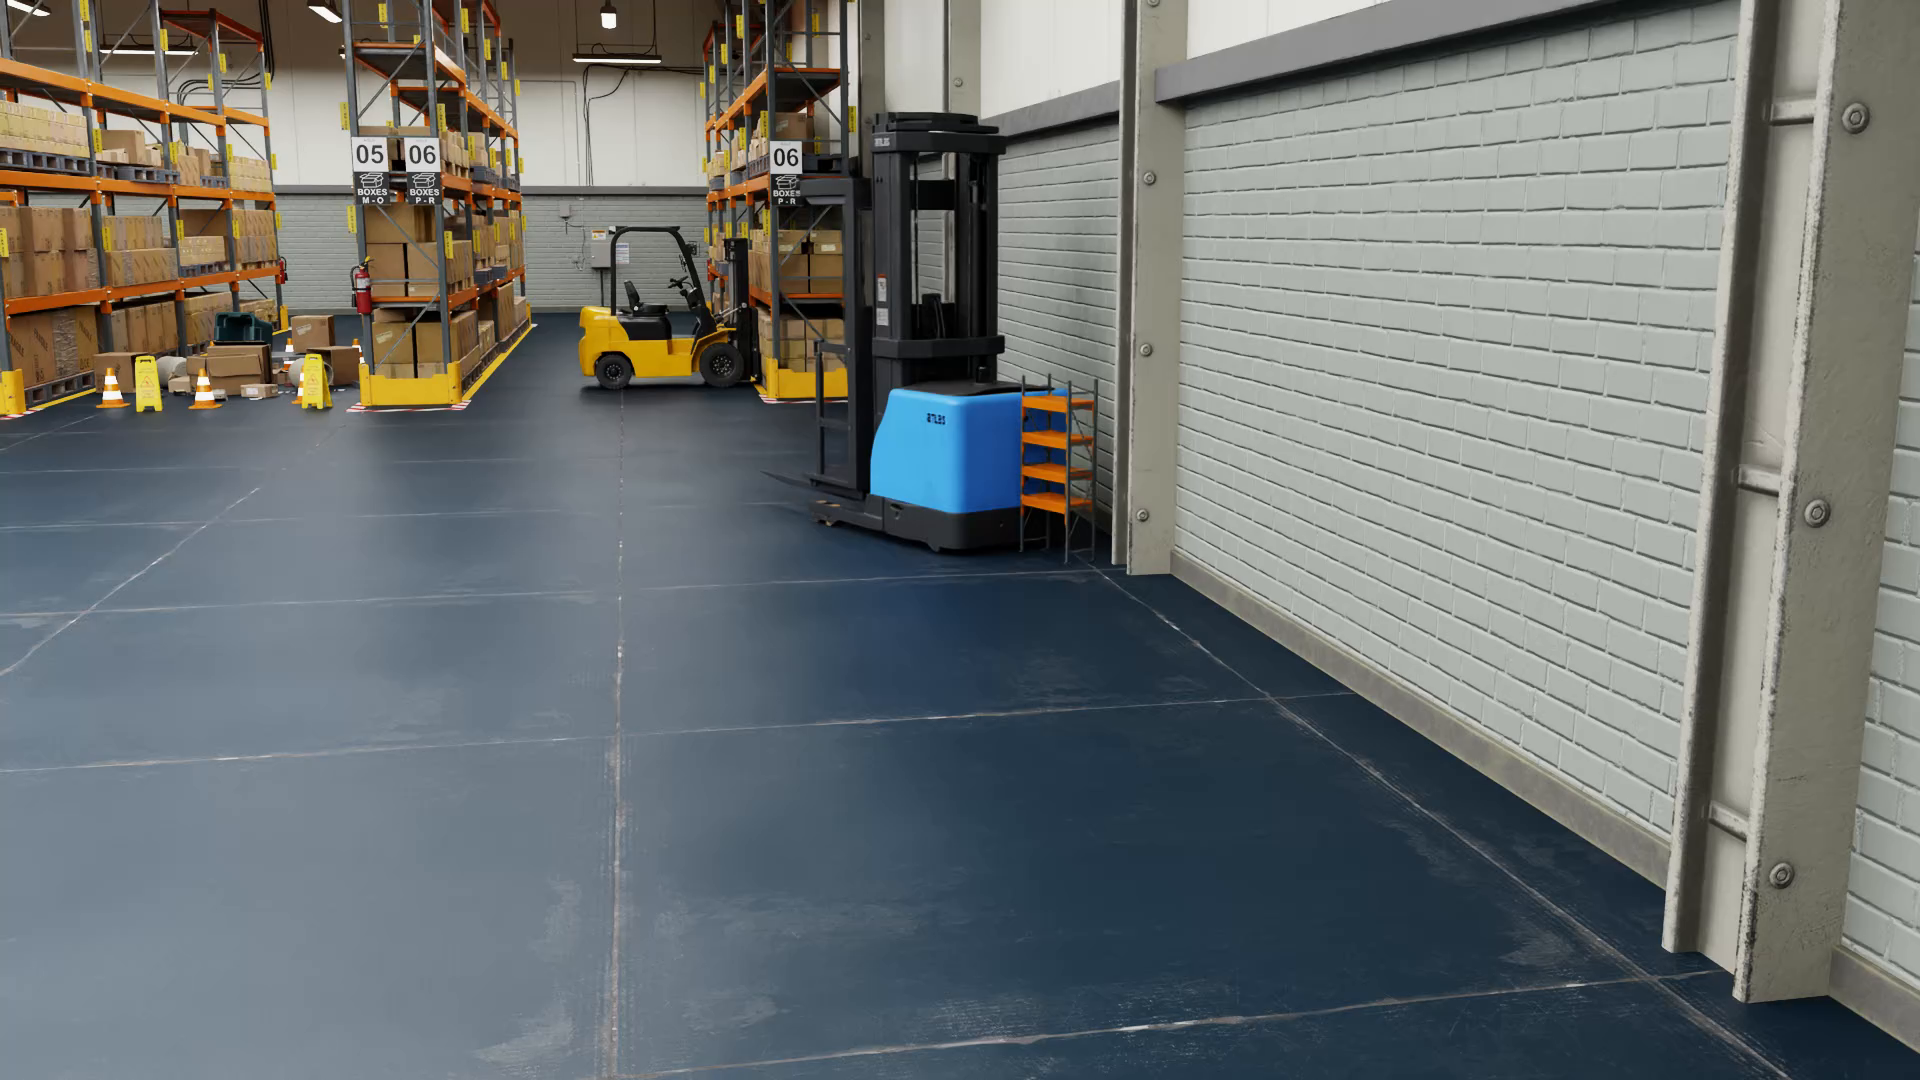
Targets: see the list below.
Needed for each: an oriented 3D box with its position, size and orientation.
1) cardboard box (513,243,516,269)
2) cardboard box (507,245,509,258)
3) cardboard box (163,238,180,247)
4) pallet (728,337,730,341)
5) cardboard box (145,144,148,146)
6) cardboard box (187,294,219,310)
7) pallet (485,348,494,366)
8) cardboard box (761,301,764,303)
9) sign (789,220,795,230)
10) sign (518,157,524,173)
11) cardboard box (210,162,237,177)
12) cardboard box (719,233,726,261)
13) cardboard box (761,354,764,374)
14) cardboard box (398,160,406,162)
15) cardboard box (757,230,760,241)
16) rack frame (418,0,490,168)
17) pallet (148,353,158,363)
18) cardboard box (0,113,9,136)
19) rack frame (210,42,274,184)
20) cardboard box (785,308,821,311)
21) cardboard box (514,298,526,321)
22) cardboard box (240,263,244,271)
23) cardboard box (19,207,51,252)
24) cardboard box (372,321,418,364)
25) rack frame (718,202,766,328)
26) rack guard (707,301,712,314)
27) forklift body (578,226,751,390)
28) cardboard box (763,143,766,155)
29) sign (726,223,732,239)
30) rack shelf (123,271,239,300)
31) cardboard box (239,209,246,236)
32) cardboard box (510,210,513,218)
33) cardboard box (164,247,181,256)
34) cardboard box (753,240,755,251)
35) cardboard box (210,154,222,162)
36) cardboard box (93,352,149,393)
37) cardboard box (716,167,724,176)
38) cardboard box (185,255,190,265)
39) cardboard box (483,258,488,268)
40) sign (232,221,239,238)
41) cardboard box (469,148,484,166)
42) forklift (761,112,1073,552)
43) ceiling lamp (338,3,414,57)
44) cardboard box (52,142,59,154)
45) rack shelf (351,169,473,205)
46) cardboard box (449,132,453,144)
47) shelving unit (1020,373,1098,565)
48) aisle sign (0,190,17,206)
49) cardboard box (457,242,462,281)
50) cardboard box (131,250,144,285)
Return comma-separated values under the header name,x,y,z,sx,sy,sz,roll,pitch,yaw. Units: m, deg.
name,x,y,z,sx,sy,sz,roll,pitch,yaw
cardboard box,-9.030,-5.590,32.779,0.500,0.500,0.500,-2,11,-11
cardboard box,-8.673,-5.362,30.909,0.500,0.250,0.500,-2,11,-10
cardboard box,-13.060,-4.889,27.318,0.380,0.149,0.250,-2,11,-11
pallet,-3.798,-3.793,31.058,1.003,0.211,1.213,-2,11,-11
cardboard box,-13.608,-6.478,27.373,0.396,0.266,0.258,-2,11,-11
cardboard box,-13.341,-4.183,29.207,0.500,0.250,0.500,-3,11,-14
pallet,-7.939,-2.883,26.280,1.003,0.211,1.213,-2,11,-11
cardboard box,-3.404,-4.297,30.079,0.380,0.149,0.250,-2,11,-10
sign,-2.912,-5.390,28.899,0.100,0.325,0.005,-2,11,-11
sign,-9.345,-7.974,35.389,0.100,0.325,0.005,-2,11,-11
cardboard box,-13.796,-6.897,30.953,0.500,0.250,0.500,-2,11,-9
cardboard box,-4.105,-5.454,30.939,0.700,0.500,0.500,-2,11,-11
cardboard box,-2.388,-2.355,22.280,0.500,0.250,0.500,-2,11,-11
cardboard box,-7.215,-4.875,20.872,0.500,0.250,0.500,-2,11,-12
cardboard box,-2.682,-4.323,23.590,0.380,0.149,0.250,-2,11,-12
rack frame,-8.324,-7.567,27.385,1.000,3.000,0.127,-2,11,-11
pallet,-12.846,-2.681,25.216,1.003,0.211,1.213,-2,11,-11
cardboard box,-11.446,-4.853,19.365,0.500,0.250,0.500,-2,11,-11
rack frame,-14.716,-8.835,34.050,1.000,3.000,0.127,-2,11,-11
cardboard box,-2.279,-3.238,24.245,0.500,0.250,0.500,-2,11,-12
cardboard box,-9.467,-4.750,34.358,0.875,0.438,0.875,-2,11,-9
cardboard box,-13.945,-5.237,31.860,0.380,0.149,0.250,-3,11,-14
cardboard box,-11.811,-3.833,20.522,0.875,0.550,0.550,-2,11,-11
cardboard box,-7.179,-2.514,21.107,0.500,0.500,0.500,-2,11,-11
rack frame,-4.234,-5.534,32.752,1.000,3.000,0.127,-2,11,-11
rack guard,-4.997,-5.026,36.767,1.175,0.500,0.348,-2,11,-11
forklift body,-4.058,-3.198,22.747,2.313,2.155,1.214,-2,11,-11
cardboard box,-2.359,-5.080,21.624,0.380,0.149,0.250,-2,11,-13
sign,-3.986,-5.309,28.684,0.100,0.325,0.005,-2,11,-11
rack shelf,-13.549,-4.435,28.897,1.077,0.370,4.000,-2,11,-11
cardboard box,-13.902,-6.027,31.604,0.500,0.500,0.500,-2,11,-13
cardboard box,-9.077,-6.469,32.985,0.380,0.149,0.250,-2,11,-13
cardboard box,-13.057,-4.746,27.363,0.380,0.149,0.250,-2,11,-8
cardboard box,-2.768,-4.225,23.869,0.380,0.149,0.250,-2,11,-10
cardboard box,-13.757,-7.058,30.733,0.380,0.149,0.250,-2,11,-12
cardboard box,-11.073,-2.213,21.982,0.500,0.500,0.500,0,11,-1
cardboard box,-4.324,-6.837,30.852,0.380,0.149,0.250,-2,11,-10
cardboard box,-13.154,-4.692,27.875,0.380,0.149,0.250,-2,11,-8
cardboard box,-7.570,-4.322,25.930,0.380,0.149,0.250,-2,11,-9
sign,-13.394,-5.744,30.758,0.100,0.325,0.005,-2,11,-11
cardboard box,-7.266,-5.614,24.425,0.500,0.250,0.500,-2,11,-13
forklift,-0.474,-1.586,12.192,1.130,2.935,3.031,-7,13,-34
ceiling lamp,-12.780,-12.306,36.671,2.000,3.185,0.800,-2,11,-11
cardboard box,-11.748,-5.004,21.225,0.380,0.149,0.250,-2,11,-12
rack shelf,-7.157,-4.639,21.951,1.077,0.370,4.000,-2,11,-11
cardboard box,-6.778,-5.202,21.523,0.380,0.149,0.250,-2,11,-9
shelving unit,0.649,-0.477,10.991,0.258,1.200,0.503,-7,13,-34
aisle sign,-19.320,-7.028,33.645,0.394,0.787,0.004,-2,11,-11
cardboard box,-6.792,-3.633,21.698,0.500,0.500,0.500,-2,11,-12
cardboard box,-12.414,-4.027,24.566,0.500,0.500,0.500,-2,11,-11
